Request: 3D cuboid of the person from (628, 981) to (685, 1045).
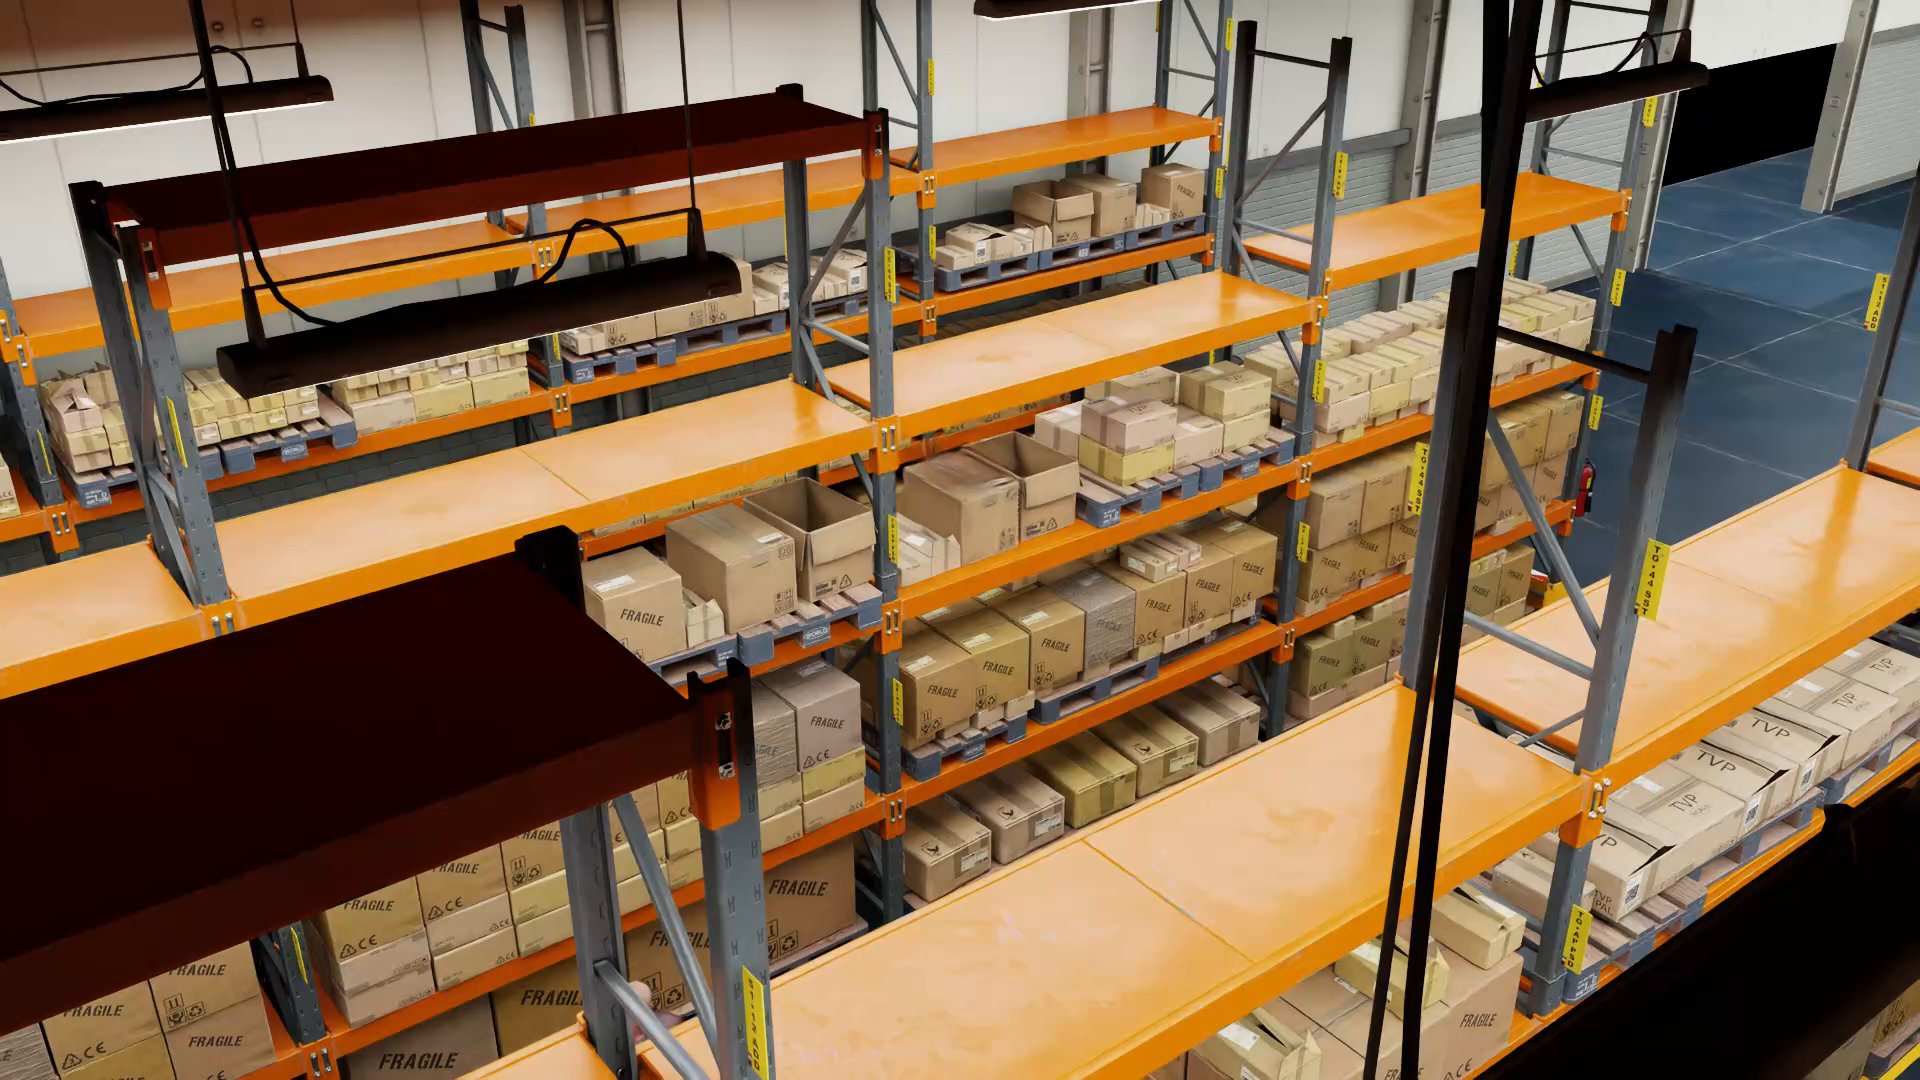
[{"bbox_3d":[-1.768,3.192,9.554,0.624,1.775,0.584,3,26,6],"label":"person"}]
